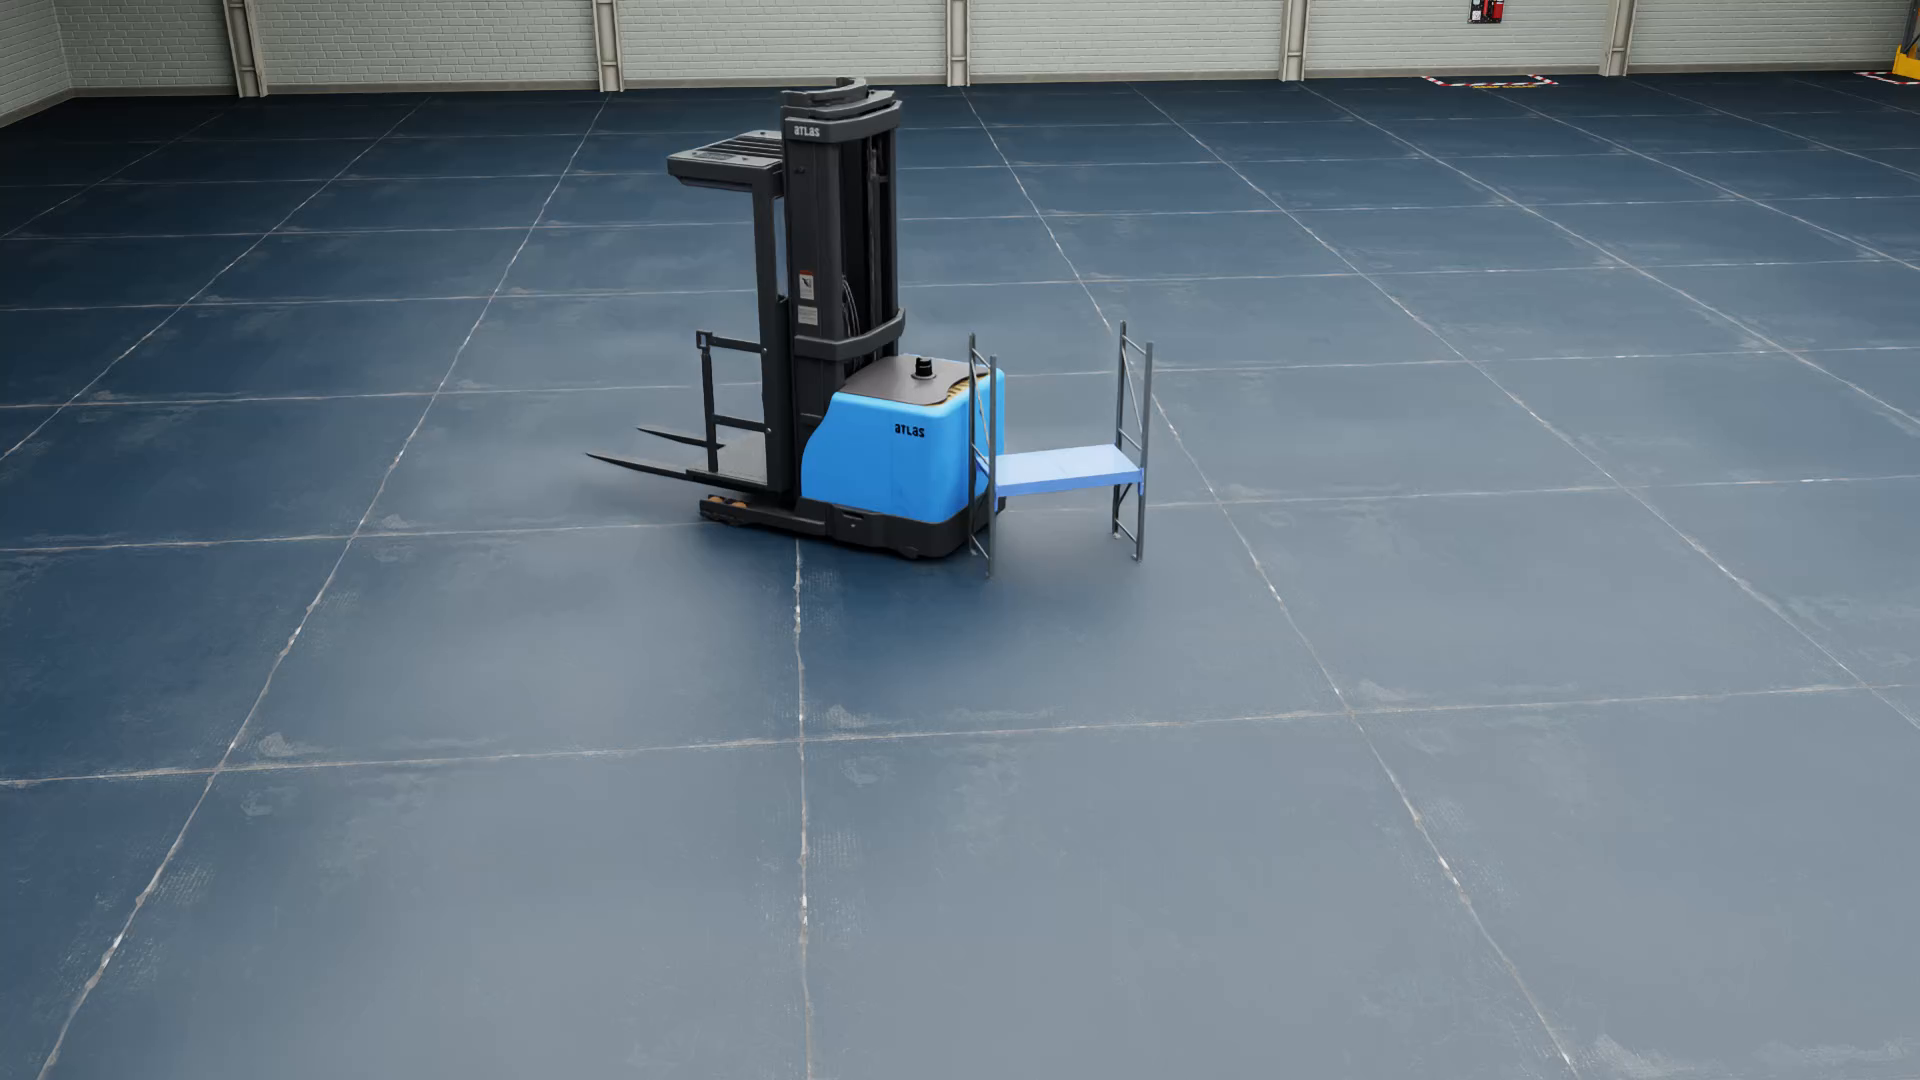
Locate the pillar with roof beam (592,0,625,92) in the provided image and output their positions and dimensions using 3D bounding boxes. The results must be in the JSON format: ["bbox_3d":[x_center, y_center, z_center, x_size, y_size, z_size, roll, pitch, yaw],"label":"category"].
[{"bbox_3d":[-5.586,-10.150,23.006,0.400,9.000,9.100,-2,24,-5],"label":"pillar with roof beam"}]

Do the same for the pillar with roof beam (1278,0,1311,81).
[{"bbox_3d":[6.356,-10.629,24.083,0.400,9.000,9.100,-2,24,-5],"label":"pillar with roof beam"}]

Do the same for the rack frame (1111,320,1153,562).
[{"bbox_3d":[1.118,-0.638,10.840,0.032,1.500,0.500,-7,25,-14],"label":"rack frame"}]

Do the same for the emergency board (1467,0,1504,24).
[{"bbox_3d":[9.441,-9.784,29.568,0.643,1.169,0.194,-2,24,-5],"label":"emergency board"}]

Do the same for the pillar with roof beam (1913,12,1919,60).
[{"bbox_3d":[18.298,-11.108,25.161,0.400,9.000,9.100,-2,24,-5],"label":"pillar with roof beam"}]

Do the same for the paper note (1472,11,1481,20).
[{"bbox_3d":[9.258,-9.402,29.794,0.142,0.148,0.016,-2,24,-5],"label":"paper note"}]

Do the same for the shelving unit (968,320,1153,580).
[{"bbox_3d":[0.629,-0.582,10.713,1.048,1.500,0.538,-7,25,-14],"label":"shelving unit"}]

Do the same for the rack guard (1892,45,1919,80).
[{"bbox_3d":[17.339,-8.590,29.959,0.348,0.500,1.175,-2,24,-5],"label":"rack guard"}]

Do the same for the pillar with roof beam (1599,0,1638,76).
[{"bbox_3d":[12.327,-10.868,24.622,0.400,9.000,9.100,-2,24,-5],"label":"pillar with roof beam"}]

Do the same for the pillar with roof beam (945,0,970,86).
[{"bbox_3d":[0.385,-10.389,23.544,0.400,9.000,9.100,-2,24,-5],"label":"pillar with roof beam"}]

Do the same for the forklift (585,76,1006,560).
[{"bbox_3d":[-1.234,-1.613,11.270,3.031,2.935,1.130,12,26,24],"label":"forklift"}]

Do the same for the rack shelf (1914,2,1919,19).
[{"bbox_3d":[19.253,-9.480,29.771,4.000,0.370,1.077,-2,24,-5],"label":"rack shelf"}]

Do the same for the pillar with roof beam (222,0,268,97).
[{"bbox_3d":[-11.557,-9.910,22.467,0.400,9.000,9.100,-2,24,-5],"label":"pillar with roof beam"}]

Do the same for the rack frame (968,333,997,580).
[{"bbox_3d":[0.140,-0.526,10.587,0.032,1.500,0.500,-7,25,-14],"label":"rack frame"}]

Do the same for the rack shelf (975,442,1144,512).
[{"bbox_3d":[0.629,-0.418,10.786,1.000,0.185,0.538,-7,25,-14],"label":"rack shelf"}]

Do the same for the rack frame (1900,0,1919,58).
[{"bbox_3d":[17.263,-9.729,29.445,0.127,3.000,1.000,-2,24,-5],"label":"rack frame"}]
